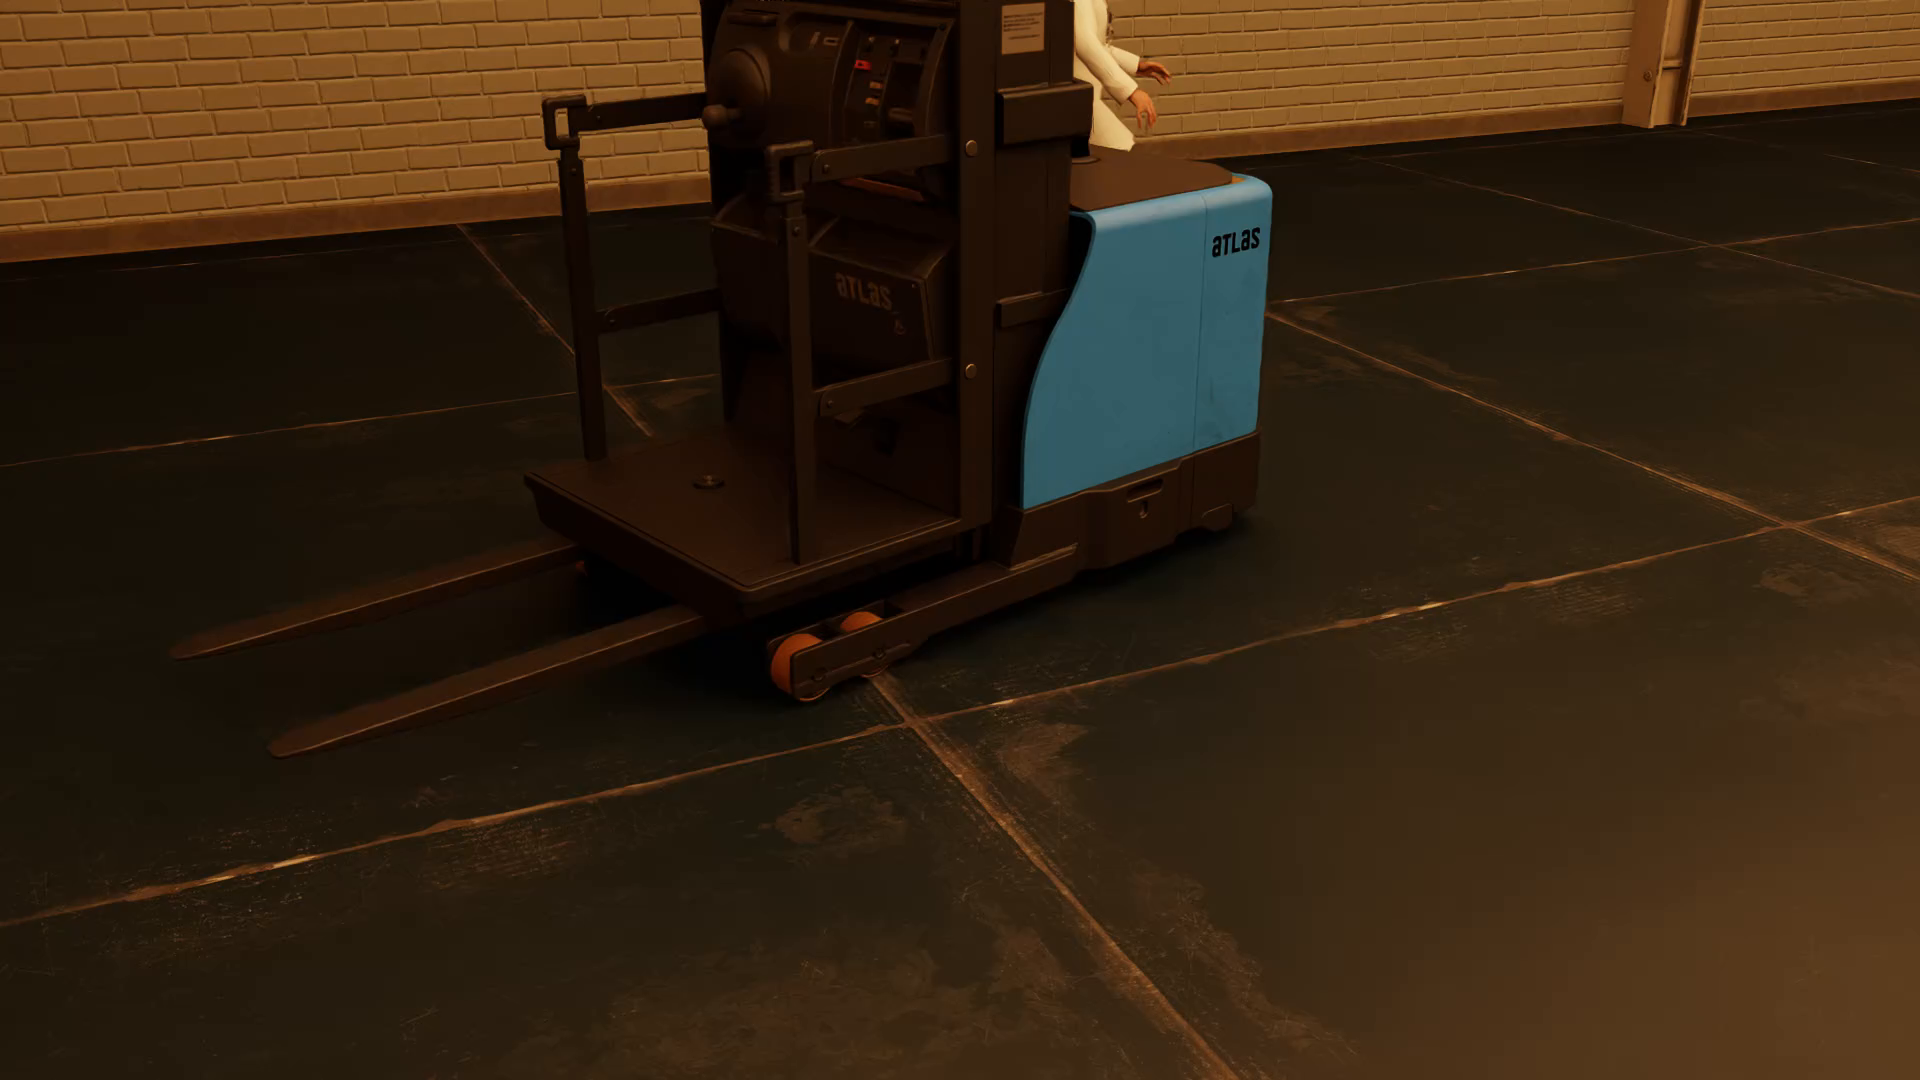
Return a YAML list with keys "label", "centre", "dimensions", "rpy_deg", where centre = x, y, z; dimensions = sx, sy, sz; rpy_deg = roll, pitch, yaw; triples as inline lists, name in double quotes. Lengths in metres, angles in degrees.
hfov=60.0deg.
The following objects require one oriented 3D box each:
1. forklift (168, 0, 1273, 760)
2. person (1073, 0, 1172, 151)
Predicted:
- label: "forklift"
  centre: [-0.507, -1.178, 4.122]
  dimensions: [3.031, 2.935, 1.130]
  rpy_deg: [-19, 29, -38]
- label: "person"
  centre: [0.672, -1.981, 7.708]
  dimensions: [0.835, 1.667, 0.888]
  rpy_deg: [-7, 23, -16]
